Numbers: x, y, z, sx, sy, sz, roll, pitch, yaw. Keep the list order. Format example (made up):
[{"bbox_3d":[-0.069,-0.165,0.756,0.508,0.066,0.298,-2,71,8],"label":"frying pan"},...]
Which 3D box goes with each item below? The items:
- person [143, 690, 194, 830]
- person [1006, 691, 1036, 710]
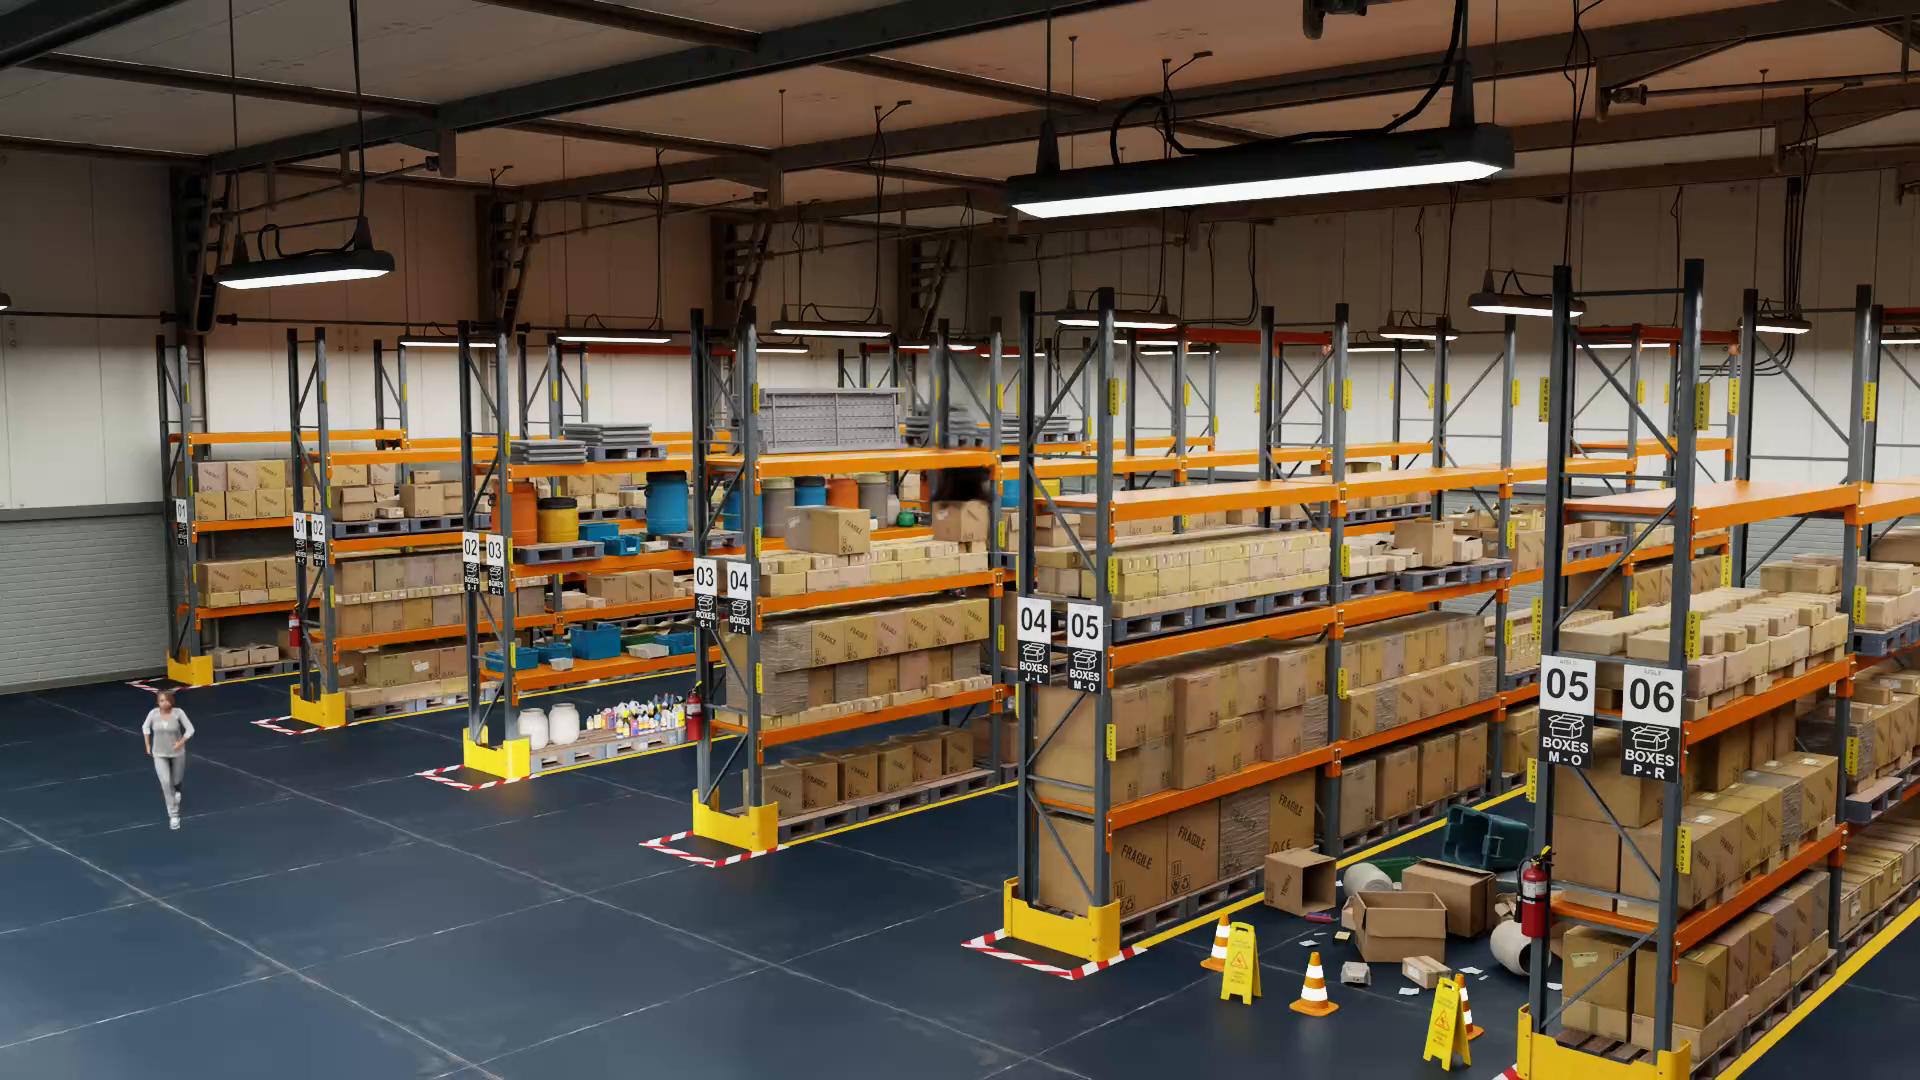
[{"bbox_3d":[-9.330,2.541,19.621,0.559,1.588,0.887,-2,6,-21],"label":"person"},{"bbox_3d":[0.917,1.873,26.223,0.700,1.727,1.021,3,6,32],"label":"person"}]
